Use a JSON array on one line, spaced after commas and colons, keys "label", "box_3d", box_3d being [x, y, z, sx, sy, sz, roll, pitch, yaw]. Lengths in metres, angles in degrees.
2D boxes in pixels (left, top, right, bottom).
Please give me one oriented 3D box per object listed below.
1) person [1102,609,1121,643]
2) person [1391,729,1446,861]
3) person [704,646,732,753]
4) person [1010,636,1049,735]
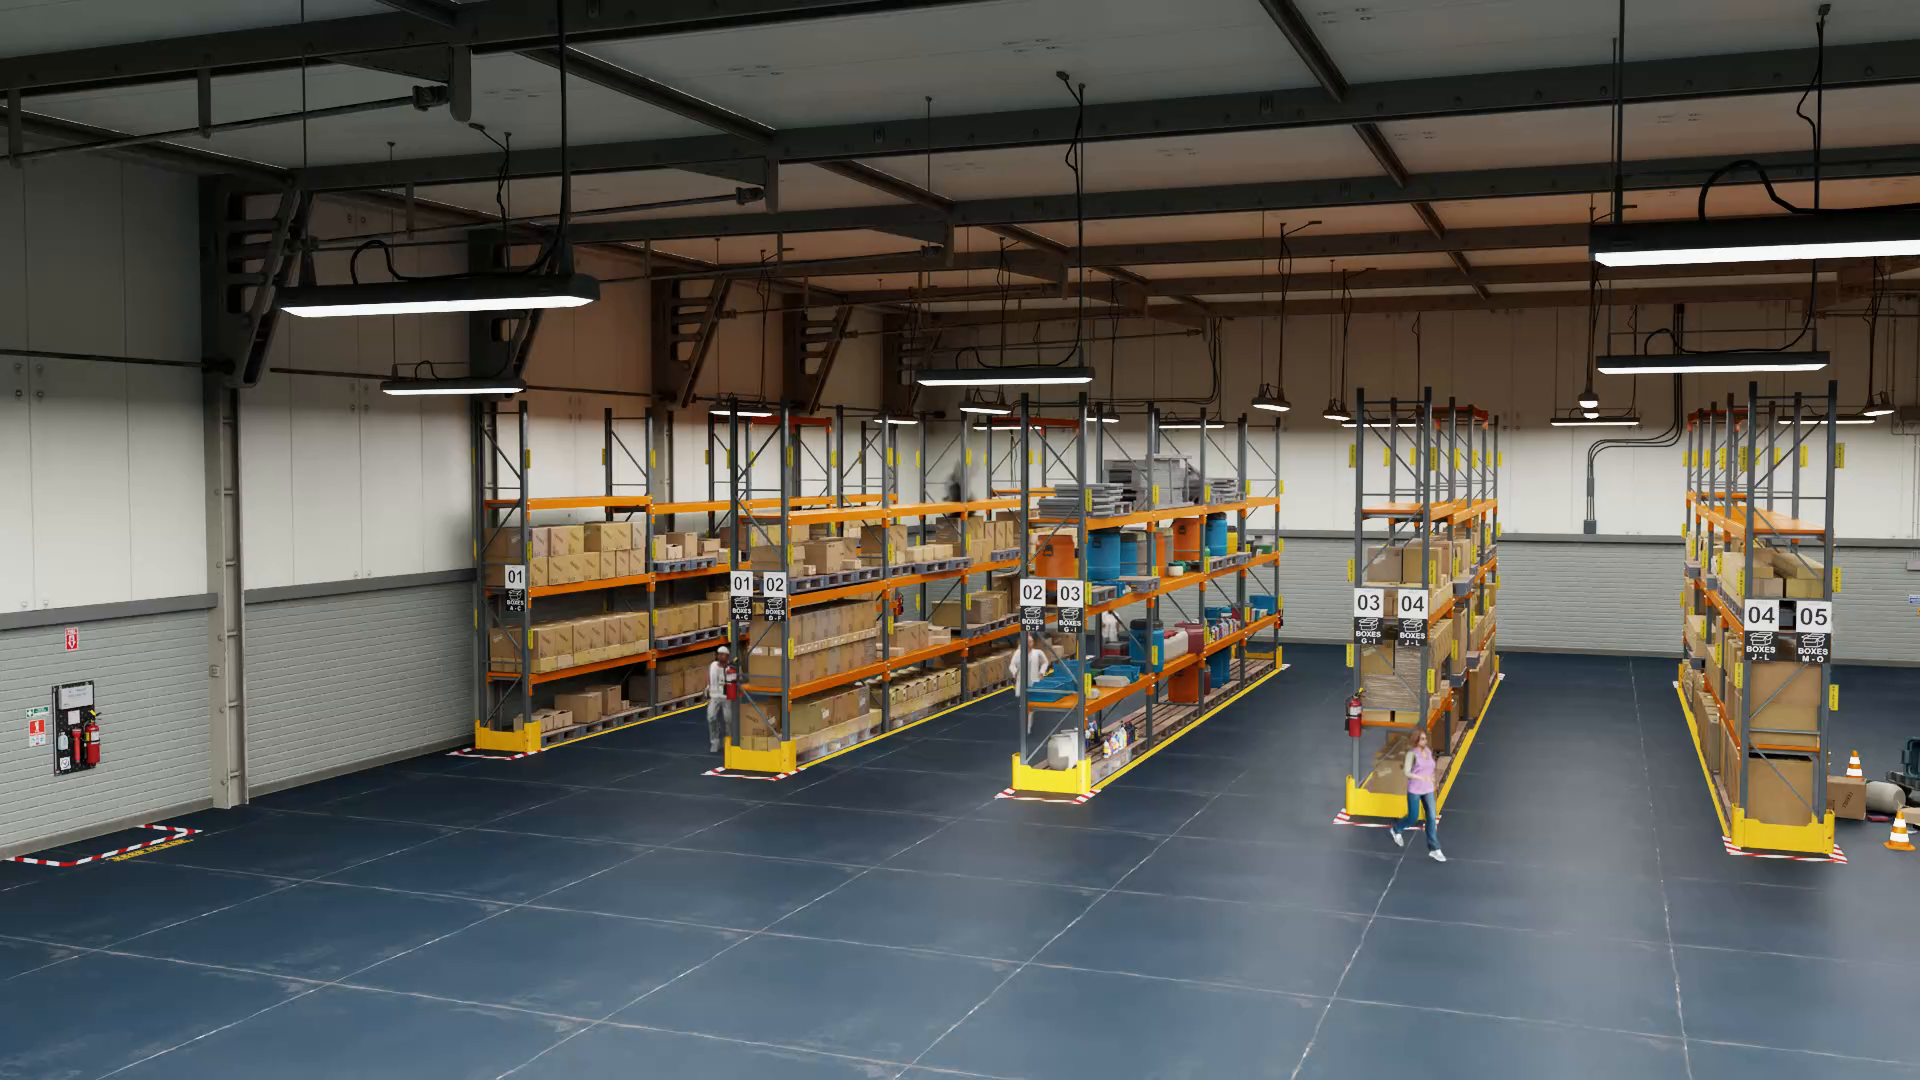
[{"label": "person", "box_3d": [3.463, 2.292, 38.819, 0.581, 1.718, 0.820, 1, 3, 10]}, {"label": "person", "box_3d": [5.770, 3.168, 20.879, 0.546, 1.584, 0.899, -1, 3, -26]}, {"label": "person", "box_3d": [-4.083, 2.728, 28.461, 0.656, 1.824, 0.744, 0, 3, 9]}, {"label": "person", "box_3d": [1.263, 2.660, 30.495, 0.711, 1.722, 0.923, 0, 3, 7]}]
